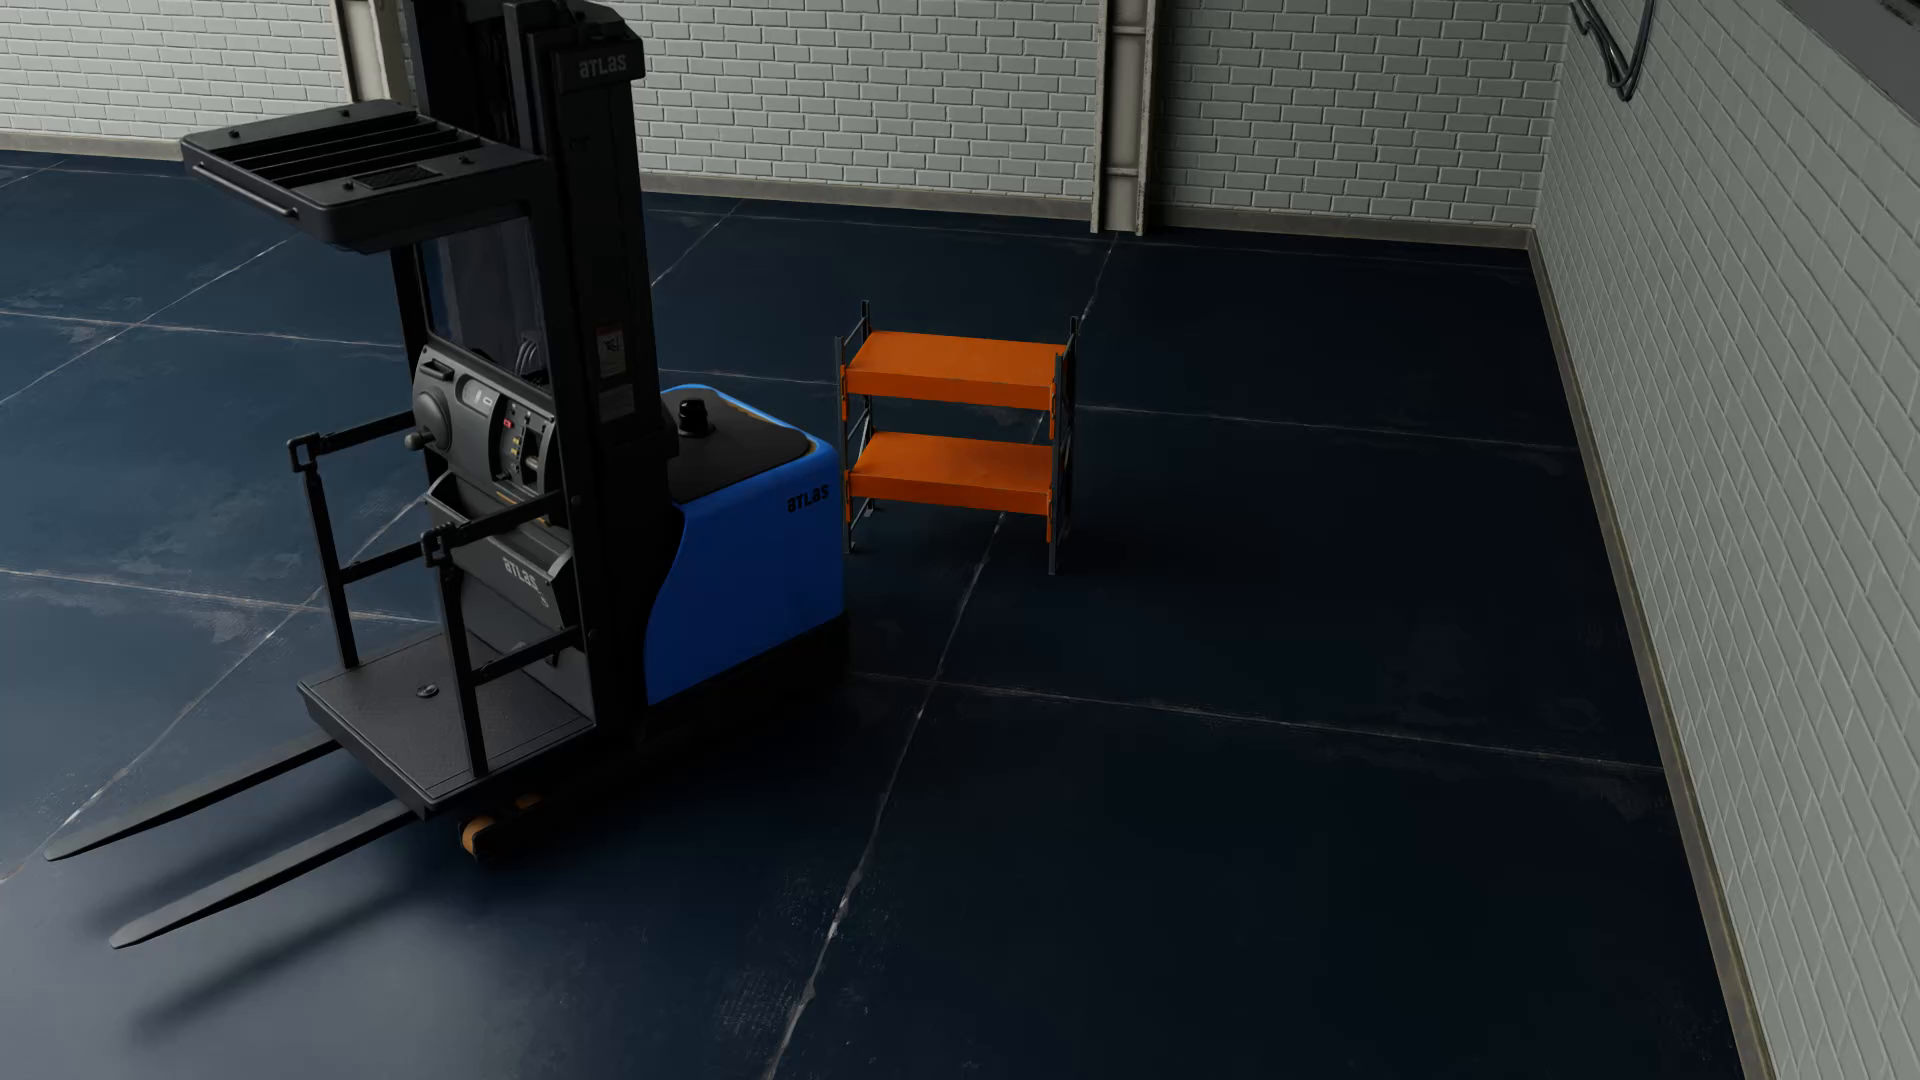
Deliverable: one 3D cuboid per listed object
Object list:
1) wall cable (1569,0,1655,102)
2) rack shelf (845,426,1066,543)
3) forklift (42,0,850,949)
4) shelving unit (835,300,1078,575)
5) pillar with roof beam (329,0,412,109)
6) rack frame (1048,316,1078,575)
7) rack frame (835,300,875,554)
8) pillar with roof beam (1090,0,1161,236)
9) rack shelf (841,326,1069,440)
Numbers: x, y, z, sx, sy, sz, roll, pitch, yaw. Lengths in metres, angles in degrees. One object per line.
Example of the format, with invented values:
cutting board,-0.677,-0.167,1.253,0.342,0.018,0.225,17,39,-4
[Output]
wall cable,3.809,-4.027,9.468,0.112,2.526,3.097,6,29,11
rack shelf,-0.007,-0.280,8.099,1.000,0.278,0.538,6,29,11
forklift,-1.882,-0.392,5.913,3.031,2.935,1.130,-25,37,-38
shelving unit,-0.007,-0.494,7.981,1.048,1.125,0.538,6,29,11
pillar with roof beam,-5.563,-4.885,7.802,0.400,9.000,9.100,6,29,11
rack frame,0.491,-0.443,7.888,0.032,1.125,0.500,6,29,11
rack frame,-0.504,-0.545,8.074,0.032,1.125,0.500,6,29,11
pillar with roof beam,0.305,-4.283,6.703,0.400,9.000,9.100,6,29,11
rack shelf,-0.007,-0.751,7.841,1.000,0.278,0.538,6,29,11
